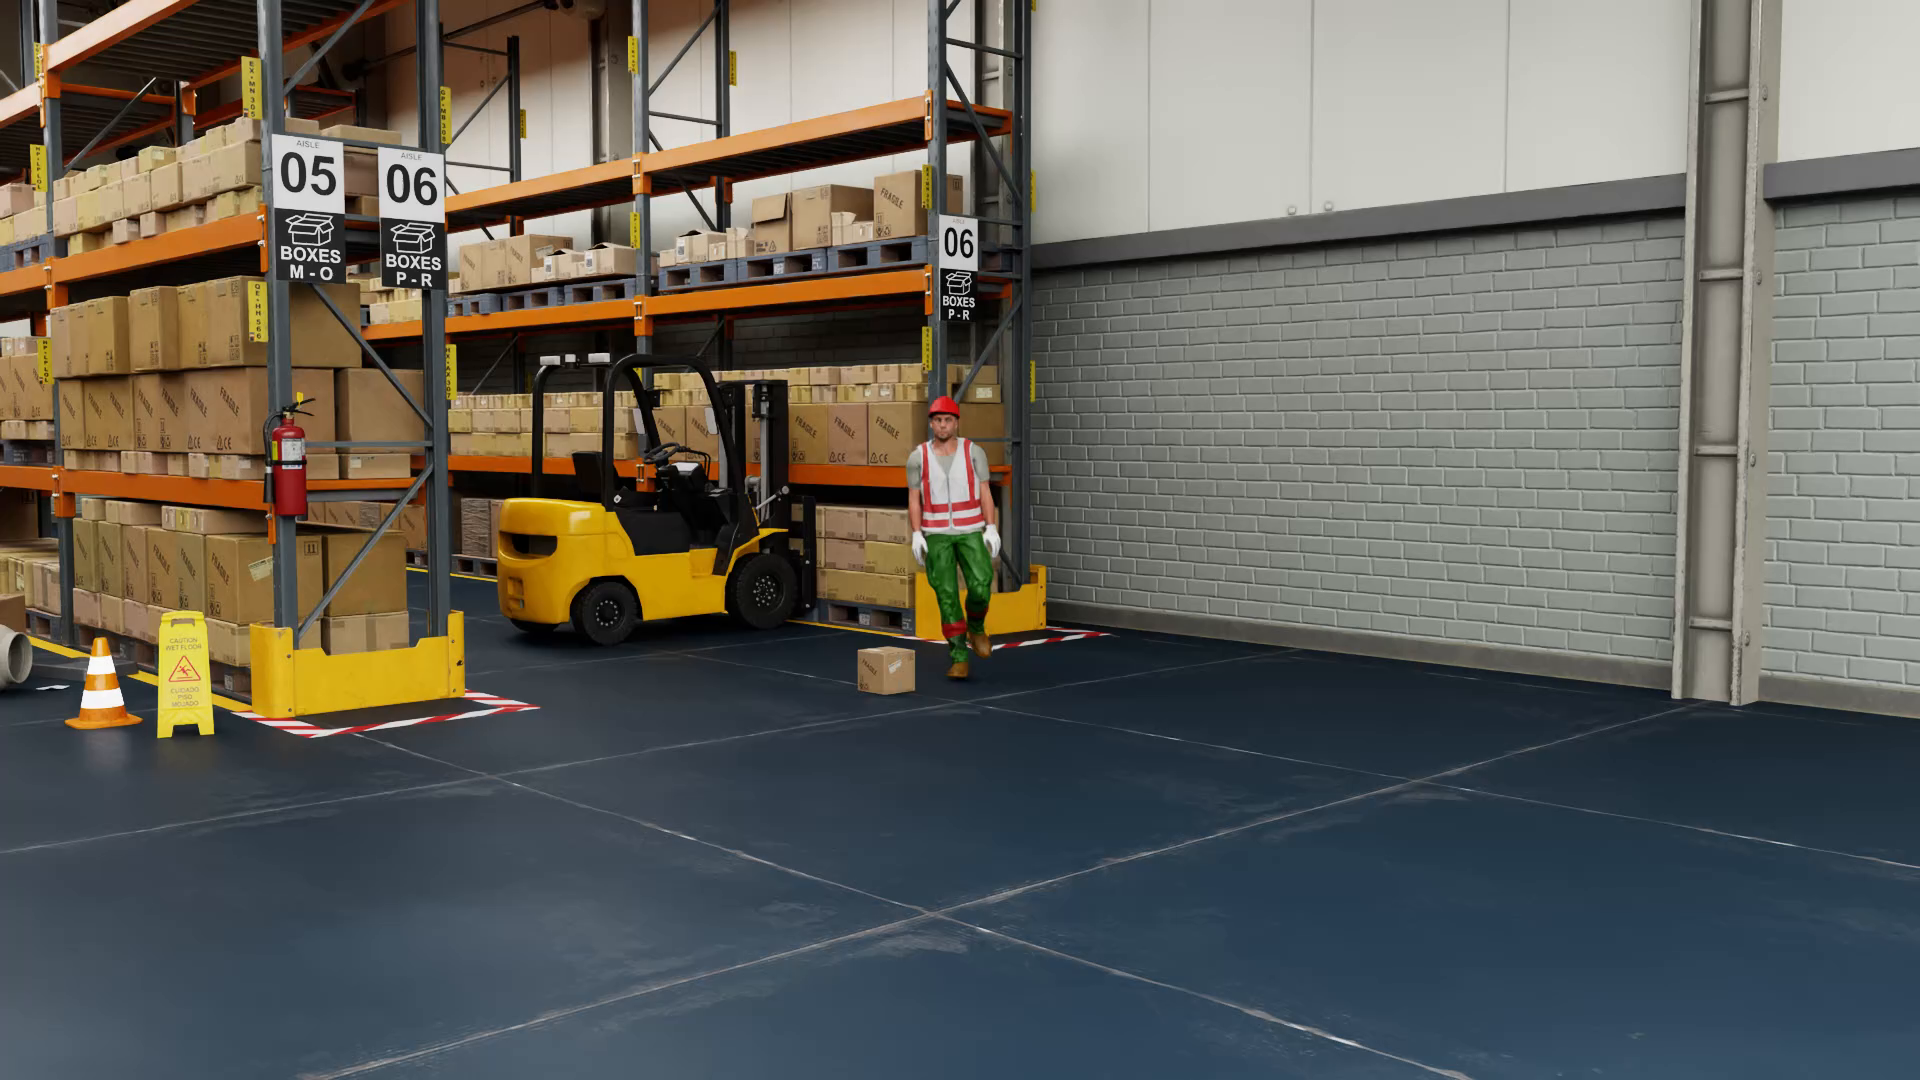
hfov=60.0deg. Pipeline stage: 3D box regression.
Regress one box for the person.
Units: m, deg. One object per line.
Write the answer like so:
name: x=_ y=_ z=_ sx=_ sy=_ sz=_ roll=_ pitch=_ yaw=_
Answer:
person: x=-0.043 y=-0.029 z=10.671 sx=0.607 sy=1.778 sz=0.597 roll=0 pitch=4 yaw=1
